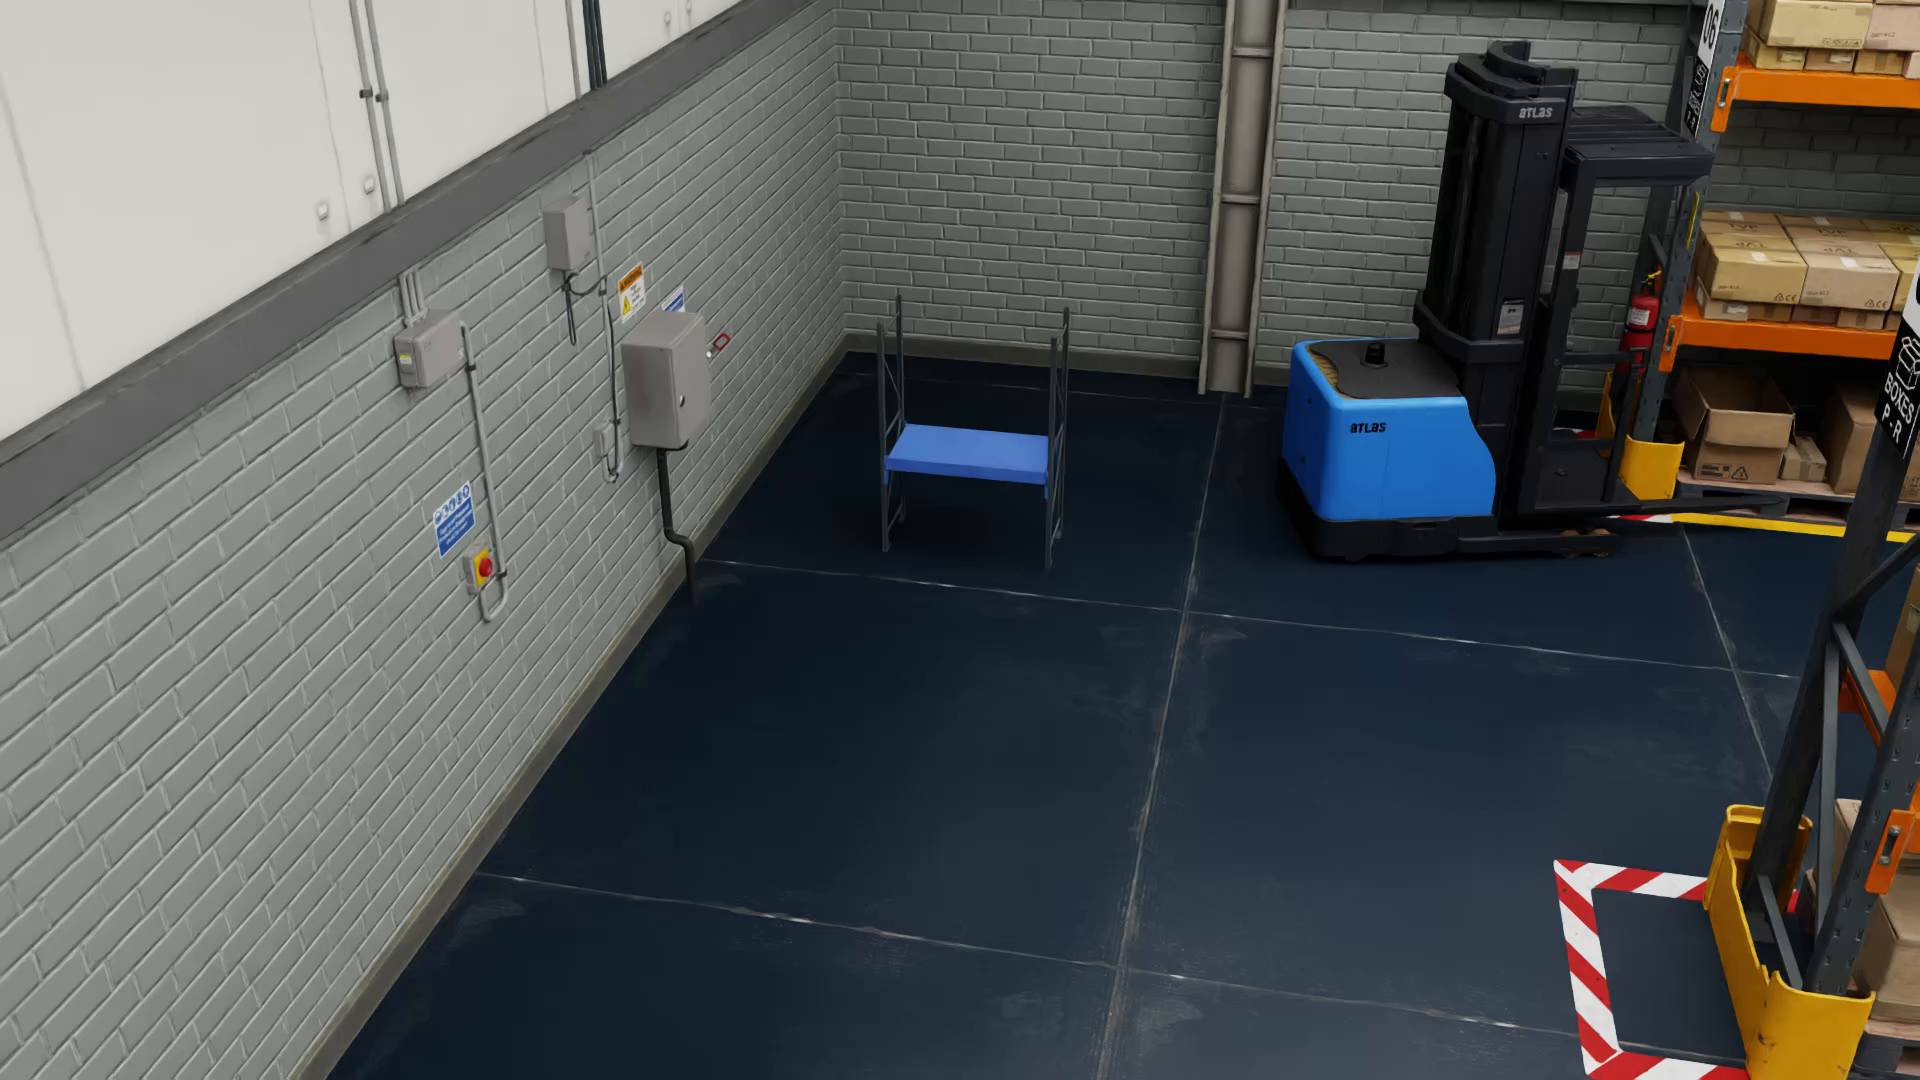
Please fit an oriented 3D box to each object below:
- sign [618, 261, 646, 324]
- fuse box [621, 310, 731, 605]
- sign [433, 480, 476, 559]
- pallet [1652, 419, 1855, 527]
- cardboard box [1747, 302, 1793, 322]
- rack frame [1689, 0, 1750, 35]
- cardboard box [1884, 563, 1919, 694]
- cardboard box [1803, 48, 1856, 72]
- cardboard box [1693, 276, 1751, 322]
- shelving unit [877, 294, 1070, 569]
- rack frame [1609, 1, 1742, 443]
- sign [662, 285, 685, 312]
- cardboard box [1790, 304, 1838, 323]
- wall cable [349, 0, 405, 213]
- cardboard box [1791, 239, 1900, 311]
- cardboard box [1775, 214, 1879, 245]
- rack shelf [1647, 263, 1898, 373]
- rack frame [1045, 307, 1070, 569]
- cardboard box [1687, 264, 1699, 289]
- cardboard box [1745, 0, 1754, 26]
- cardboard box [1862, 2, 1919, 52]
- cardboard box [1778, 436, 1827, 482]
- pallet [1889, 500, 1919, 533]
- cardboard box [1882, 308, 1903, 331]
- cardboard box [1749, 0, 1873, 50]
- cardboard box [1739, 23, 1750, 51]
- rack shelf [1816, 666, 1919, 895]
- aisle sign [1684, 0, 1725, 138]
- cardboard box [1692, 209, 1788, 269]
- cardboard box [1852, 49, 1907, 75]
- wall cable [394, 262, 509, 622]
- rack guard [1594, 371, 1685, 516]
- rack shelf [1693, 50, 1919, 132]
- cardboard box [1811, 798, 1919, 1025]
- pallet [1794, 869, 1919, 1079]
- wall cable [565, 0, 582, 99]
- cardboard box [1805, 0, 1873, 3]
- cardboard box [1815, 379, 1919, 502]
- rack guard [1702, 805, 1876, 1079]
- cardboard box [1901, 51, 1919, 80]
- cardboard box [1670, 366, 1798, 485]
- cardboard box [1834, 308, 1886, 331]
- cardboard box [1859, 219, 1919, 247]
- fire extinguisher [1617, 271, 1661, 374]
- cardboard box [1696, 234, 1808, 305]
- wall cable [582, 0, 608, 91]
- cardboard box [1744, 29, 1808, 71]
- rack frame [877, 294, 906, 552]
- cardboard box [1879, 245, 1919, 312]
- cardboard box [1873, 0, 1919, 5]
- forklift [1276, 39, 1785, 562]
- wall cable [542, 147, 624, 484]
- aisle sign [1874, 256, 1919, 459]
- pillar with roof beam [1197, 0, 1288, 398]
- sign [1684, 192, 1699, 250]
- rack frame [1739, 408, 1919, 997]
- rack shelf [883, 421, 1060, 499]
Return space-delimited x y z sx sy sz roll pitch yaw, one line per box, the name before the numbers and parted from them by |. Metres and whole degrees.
sign | -1.742 -1.317 8.834 0.001 0.242 0.339 6 29 11
fuse box | -1.528 -0.395 9.351 0.414 1.711 0.539 6 29 11
sign | -2.179 -0.090 7.171 0.001 0.218 0.327 6 29 11
pallet | 5.297 -0.454 11.023 1.213 0.211 1.003 6 29 11
cardboard box | 4.966 -1.489 10.270 0.250 0.149 0.380 7 29 12
rack frame | 4.443 -4.396 9.071 0.127 3.000 1.000 6 29 11
cardboard box | 3.937 0.447 6.368 0.500 0.500 0.500 6 29 11
cardboard box | 4.968 -2.815 9.569 0.250 0.149 0.380 6 29 11
cardboard box | 4.707 -1.493 10.277 0.250 0.149 0.380 6 29 10
shelving unit | 0.083 -0.649 10.036 1.048 1.500 0.538 6 29 11
rack frame | 4.443 -1.765 10.512 0.127 3.000 1.000 6 29 11
sign | -1.627 -1.171 9.526 0.001 0.494 0.329 6 29 11
cardboard box | 5.230 -1.479 10.252 0.250 0.149 0.380 5 29 10
wall cable | -2.211 -2.503 5.613 0.029 3.000 0.463 6 29 11
cardboard box | 5.324 -1.607 10.070 0.500 0.250 0.500 6 29 11
cardboard box | 5.452 -1.856 10.525 0.500 0.250 0.500 6 29 11
rack shelf | 6.399 -1.249 10.318 4.000 0.370 1.077 6 29 11
rack frame | 0.581 -0.598 9.943 0.032 1.500 0.500 6 29 11
cardboard box | 4.823 -1.747 10.742 0.250 0.149 0.380 6 29 10
cardboard box | 4.935 -3.228 9.908 0.500 0.250 0.500 5 29 10
cardboard box | 5.321 -2.931 9.365 0.500 0.250 0.500 6 29 12
cardboard box | 5.429 -0.532 10.791 0.250 0.149 0.380 5 29 9
pallet | 6.487 -0.331 10.797 1.213 0.211 1.003 6 29 11
cardboard box | 5.725 -1.401 10.109 0.250 0.149 0.380 6 29 11
cardboard box | 4.820 -2.972 9.441 0.500 0.250 0.500 6 29 10
cardboard box | 4.804 -3.047 9.992 0.250 0.149 0.380 7 29 12
rack shelf | 5.366 1.083 6.060 4.000 0.370 1.077 6 29 11
aisle sign | 4.315 -2.774 9.648 0.004 0.787 0.394 6 29 11
cardboard box | 4.948 -1.908 10.620 0.500 0.250 0.500 7 29 12
cardboard box | 5.215 -2.781 9.507 0.250 0.149 0.380 6 29 11
wall cable | -2.109 -0.447 7.015 0.123 1.953 0.585 6 29 11
rack guard | 4.517 -0.661 11.098 0.348 0.500 1.175 6 29 11
rack shelf | 6.399 -2.564 9.598 4.000 0.370 1.077 6 29 11
cardboard box | 4.077 1.525 6.733 0.875 0.438 0.875 5 29 9
pallet | 4.208 1.833 6.844 1.213 0.211 1.003 6 29 11
wall cable | -2.052 -2.856 6.258 0.029 3.000 2.355 6 29 11
cardboard box | 4.825 -3.202 9.340 0.500 0.250 0.500 6 29 10
cardboard box | 5.849 -0.643 10.628 0.500 0.500 0.700 7 29 13
rack guard | 3.387 1.661 6.858 0.348 0.500 1.175 6 29 11
cardboard box | 5.438 -2.708 9.373 0.250 0.149 0.380 6 29 12
cardboard box | 5.021 -0.748 10.817 0.637 0.503 0.797 5 29 9
cardboard box | 5.464 -1.425 10.153 0.250 0.149 0.380 7 29 12
cardboard box | 5.936 -1.804 10.430 0.500 0.250 0.500 7 29 12
fire extinguisher | 4.203 -1.365 10.251 0.183 0.674 0.296 6 29 11
cardboard box | 4.831 -1.657 10.162 0.500 0.250 0.500 6 29 11
wall cable | -1.433 -4.177 8.631 0.133 3.039 2.988 6 29 11
cardboard box | 4.706 -2.829 9.594 0.250 0.149 0.380 6 29 12
rack frame | -0.414 -0.700 10.129 0.032 1.500 0.500 6 29 11
cardboard box | 5.820 -1.558 9.980 0.500 0.250 0.500 5 29 10
cardboard box | 5.318 -3.142 9.230 0.500 0.250 0.500 6 29 10
forklift | 3.618 -1.430 9.971 3.031 2.935 1.130 -2 29 -4
wall cable | -1.824 -1.101 8.241 0.122 1.984 0.588 6 29 11
aisle sign | 3.405 -0.726 5.908 0.004 0.787 0.394 6 29 11
pillar with roof beam | 1.095 -3.068 6.646 0.400 9.000 9.100 6 29 11
sign | 4.330 -1.890 9.839 0.005 0.325 0.100 6 29 11
rack frame | 3.410 0.567 6.253 0.127 3.000 1.000 6 29 11
rack shelf | 0.083 -0.492 10.123 1.000 0.185 0.538 6 29 11
